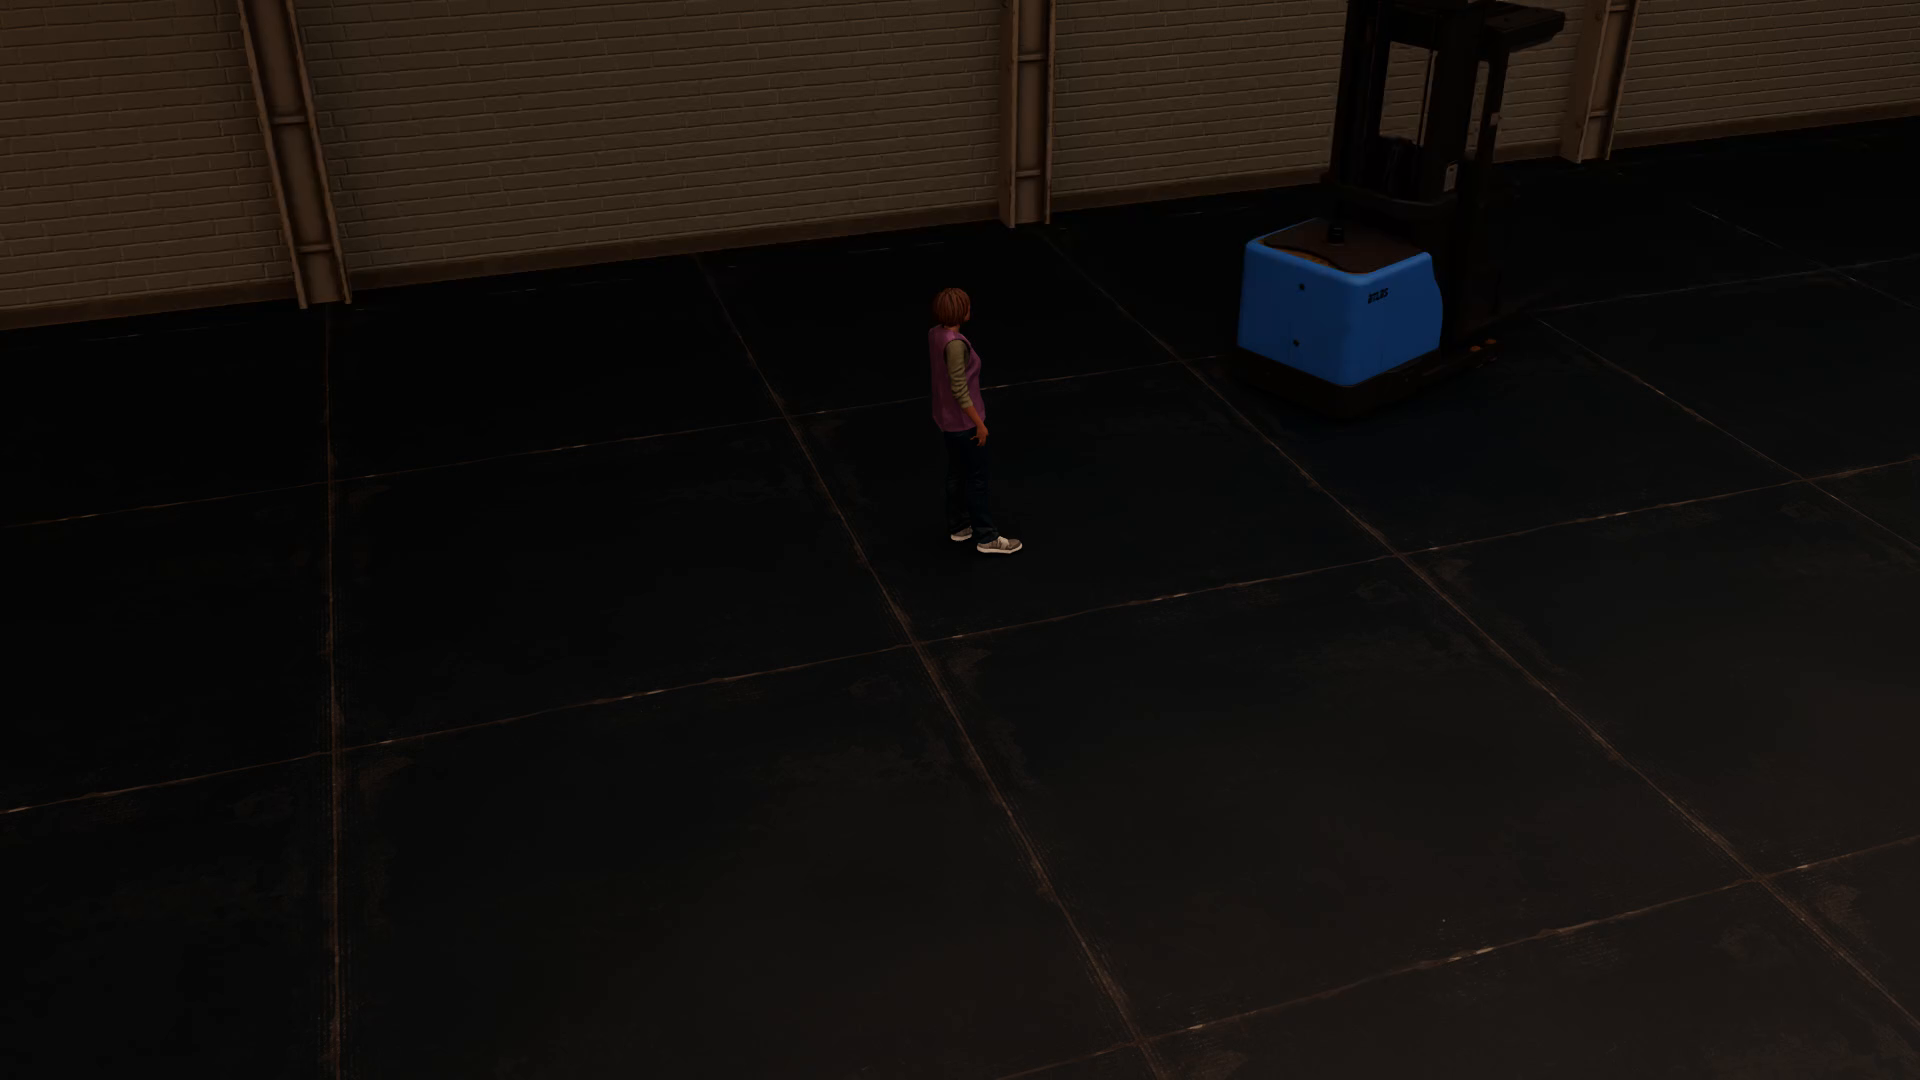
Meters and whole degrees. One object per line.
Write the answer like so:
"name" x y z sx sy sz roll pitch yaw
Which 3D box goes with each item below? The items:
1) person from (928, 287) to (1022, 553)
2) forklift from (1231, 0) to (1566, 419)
"person" 0.075 -0.704 9.633 0.473 1.599 0.520 -10 31 -16
"forklift" 3.392 -2.704 11.787 3.031 2.935 1.130 -24 37 -35
